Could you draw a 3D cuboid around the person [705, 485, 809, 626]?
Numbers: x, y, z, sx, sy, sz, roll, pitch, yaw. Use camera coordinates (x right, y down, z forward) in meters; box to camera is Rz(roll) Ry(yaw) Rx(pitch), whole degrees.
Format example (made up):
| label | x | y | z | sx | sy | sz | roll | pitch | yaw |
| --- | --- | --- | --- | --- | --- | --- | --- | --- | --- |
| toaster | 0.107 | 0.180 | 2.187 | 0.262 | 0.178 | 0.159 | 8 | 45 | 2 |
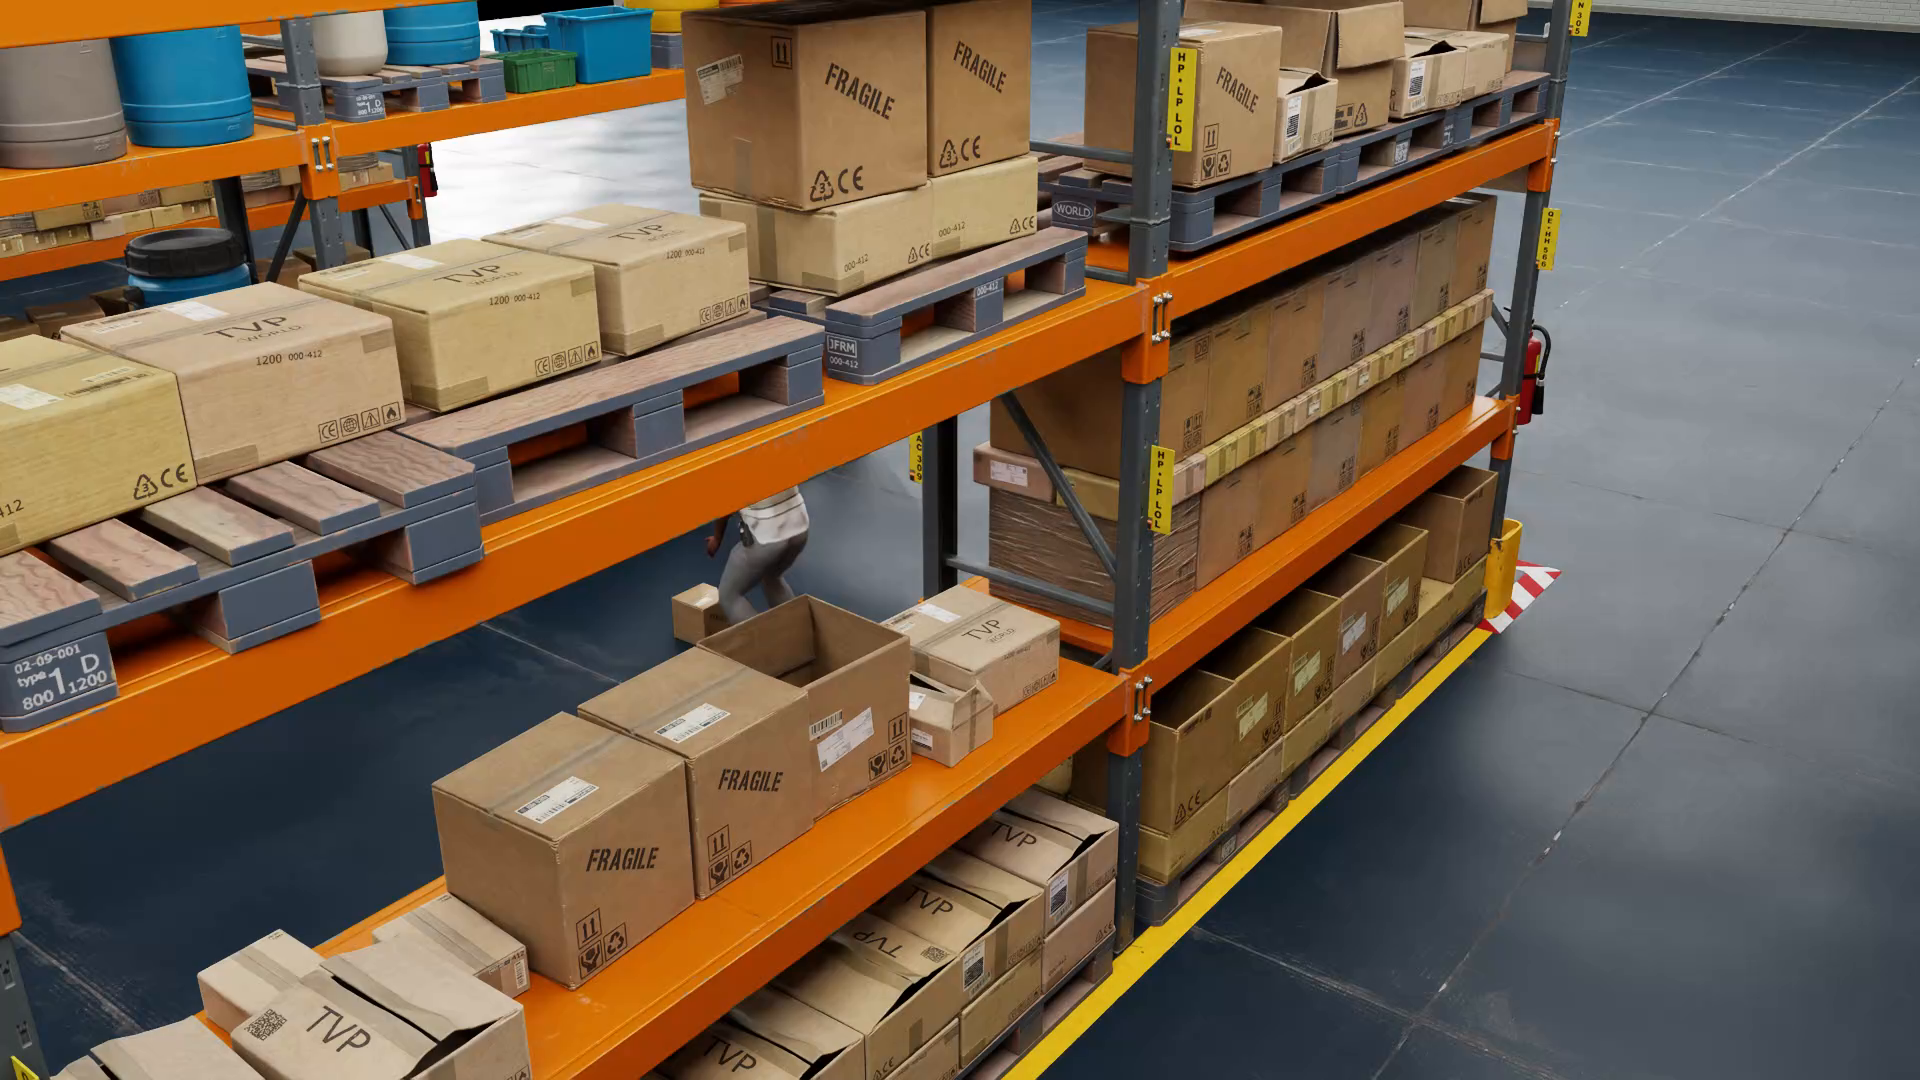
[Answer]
| label | x | y | z | sx | sy | sz | roll | pitch | yaw |
| --- | --- | --- | --- | --- | --- | --- | --- | --- | --- |
| person | -1.097 | -0.035 | 8.841 | 0.563 | 1.546 | 0.480 | 17 | 29 | 34 |
